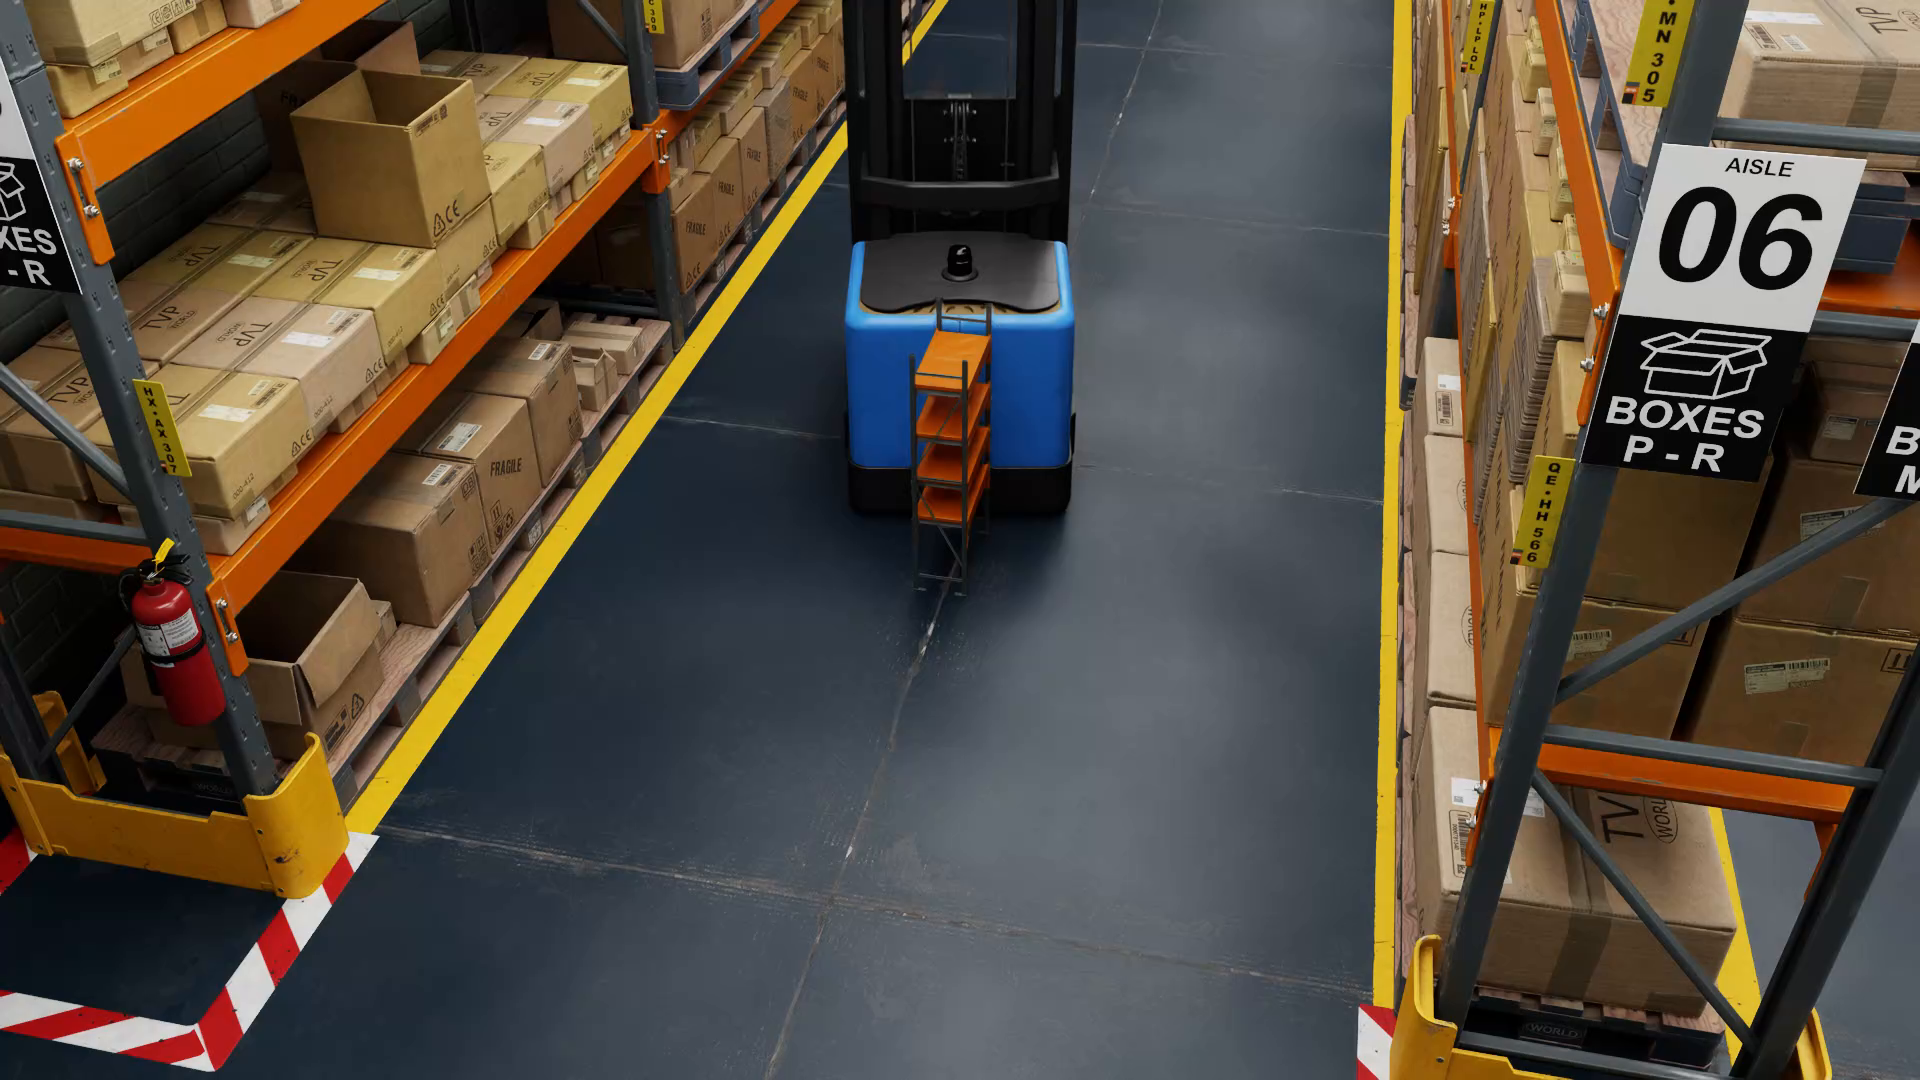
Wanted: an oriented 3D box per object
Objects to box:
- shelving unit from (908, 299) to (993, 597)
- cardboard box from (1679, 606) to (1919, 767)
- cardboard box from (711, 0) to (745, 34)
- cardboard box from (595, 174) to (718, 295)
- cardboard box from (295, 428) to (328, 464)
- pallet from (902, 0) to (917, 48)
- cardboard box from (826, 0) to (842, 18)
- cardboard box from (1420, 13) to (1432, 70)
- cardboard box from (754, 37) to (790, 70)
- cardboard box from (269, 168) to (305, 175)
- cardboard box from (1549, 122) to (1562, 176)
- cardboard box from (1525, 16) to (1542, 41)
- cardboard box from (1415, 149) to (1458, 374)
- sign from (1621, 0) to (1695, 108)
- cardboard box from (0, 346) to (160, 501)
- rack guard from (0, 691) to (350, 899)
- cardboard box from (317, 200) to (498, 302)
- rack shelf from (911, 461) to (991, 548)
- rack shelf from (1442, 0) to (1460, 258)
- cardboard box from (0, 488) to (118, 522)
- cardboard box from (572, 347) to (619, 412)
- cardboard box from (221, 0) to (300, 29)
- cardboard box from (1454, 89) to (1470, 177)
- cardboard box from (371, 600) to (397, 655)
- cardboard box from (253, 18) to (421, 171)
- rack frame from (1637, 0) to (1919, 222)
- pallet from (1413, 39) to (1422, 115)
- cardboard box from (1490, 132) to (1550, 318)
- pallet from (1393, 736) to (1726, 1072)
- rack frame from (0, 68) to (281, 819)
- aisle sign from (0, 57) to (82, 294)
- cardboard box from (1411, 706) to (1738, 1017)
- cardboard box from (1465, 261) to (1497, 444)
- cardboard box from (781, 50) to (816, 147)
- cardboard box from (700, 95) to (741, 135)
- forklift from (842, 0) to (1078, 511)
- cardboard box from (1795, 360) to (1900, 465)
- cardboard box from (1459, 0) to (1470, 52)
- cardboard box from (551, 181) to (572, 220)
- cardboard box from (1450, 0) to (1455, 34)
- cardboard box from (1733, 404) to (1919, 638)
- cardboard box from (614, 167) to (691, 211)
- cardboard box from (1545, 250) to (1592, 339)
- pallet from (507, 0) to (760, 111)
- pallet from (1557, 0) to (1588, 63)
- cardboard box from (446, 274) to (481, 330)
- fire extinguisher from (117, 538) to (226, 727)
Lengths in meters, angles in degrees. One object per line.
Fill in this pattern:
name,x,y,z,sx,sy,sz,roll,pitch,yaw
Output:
shelving unit,-0.035,-0.391,7.267,0.258,1.200,0.503,7,37,10
cardboard box,2.347,0.295,4.702,0.500,0.500,0.500,7,37,10
cardboard box,-1.599,-3.095,9.021,0.700,0.500,0.500,8,37,10
cardboard box,-1.709,-1.745,9.374,0.500,0.500,0.500,9,37,12
cardboard box,-2.517,-0.404,5.966,0.380,0.149,0.250,7,36,9
pallet,-0.964,-3.970,13.047,1.003,0.211,1.213,7,37,10
cardboard box,-1.036,-3.737,11.570,0.380,0.149,0.250,6,36,8
cardboard box,3.803,-3.440,11.822,0.950,0.372,0.625,5,36,7
cardboard box,-1.316,-3.143,10.750,0.380,0.149,0.250,7,36,9
cardboard box,-2.614,-1.564,7.226,0.500,0.250,0.500,8,37,11
cardboard box,2.138,-1.251,5.429,0.380,0.149,0.250,8,37,11
cardboard box,2.332,-1.842,6.246,0.380,0.149,0.250,7,37,10
cardboard box,2.872,-1.394,8.569,0.875,0.875,0.875,8,37,11
sign,1.437,-1.042,3.389,0.100,0.325,0.005,7,37,10
cardboard box,-3.047,-0.402,5.623,0.500,0.250,0.500,8,37,11
rack guard,-2.870,0.923,6.050,1.175,0.500,0.348,7,37,10
cardboard box,-2.225,-1.207,6.734,0.500,0.250,0.500,6,36,9
rack shelf,-0.035,-0.176,7.423,0.258,0.148,0.480,7,37,10
rack shelf,3.245,-2.574,9.358,1.077,0.370,4.000,7,37,10
cardboard box,-3.078,-0.167,5.639,0.380,0.149,0.250,7,37,9
cardboard box,-1.940,-0.841,8.326,0.396,0.266,0.258,9,37,12
cardboard box,-2.335,-1.740,5.253,0.380,0.149,0.250,8,37,11
cardboard box,2.668,-1.946,8.007,0.500,0.250,0.500,6,36,9
cardboard box,-2.534,0.362,6.766,0.380,0.149,0.250,6,36,8
cardboard box,-2.610,-1.881,7.025,0.500,0.500,0.500,6,36,9
rack frame,1.964,-1.854,2.640,1.000,3.000,0.127,7,37,10
pallet,3.841,-3.330,12.165,1.003,0.211,1.213,7,37,10
cardboard box,2.135,-1.051,5.707,0.500,0.500,0.500,7,37,10
pallet,2.058,1.236,5.865,1.003,0.211,1.213,7,37,10
rack frame,-2.886,-0.045,5.256,1.000,3.000,0.127,7,37,10
aisle sign,-2.614,-1.022,4.389,0.394,0.787,0.004,7,37,10
cardboard box,2.007,1.051,5.569,0.875,0.438,0.875,6,36,8
cardboard box,2.128,-0.655,6.012,0.500,0.500,0.500,8,37,11
cardboard box,-1.284,-2.934,11.015,0.500,0.500,0.500,9,37,12
cardboard box,-1.533,-2.546,9.926,0.380,0.149,0.250,7,37,10
forklift,-0.002,-2.153,8.224,1.130,2.935,3.031,0,36,0
cardboard box,2.310,-0.302,4.121,0.380,0.149,0.250,8,37,11
cardboard box,2.879,-2.728,8.660,0.500,0.250,0.500,8,37,11
cardboard box,-2.002,-1.571,7.576,0.380,0.149,0.250,8,37,11
cardboard box,3.112,-3.105,9.606,0.500,0.250,0.500,8,37,12
cardboard box,2.344,-0.110,4.408,0.500,0.500,0.500,7,36,9
cardboard box,-1.695,-1.931,9.078,0.380,0.149,0.250,9,37,12
cardboard box,1.848,-0.671,4.630,0.380,0.149,0.250,7,37,10
pallet,-1.755,-2.705,9.090,1.003,0.211,1.213,7,37,10
pallet,2.370,-1.732,5.103,1.003,0.211,1.213,7,37,10
cardboard box,-2.188,-0.983,6.765,0.380,0.149,0.250,8,37,11
fire extinguisher,-2.466,0.279,5.192,0.296,0.674,0.183,7,37,10
